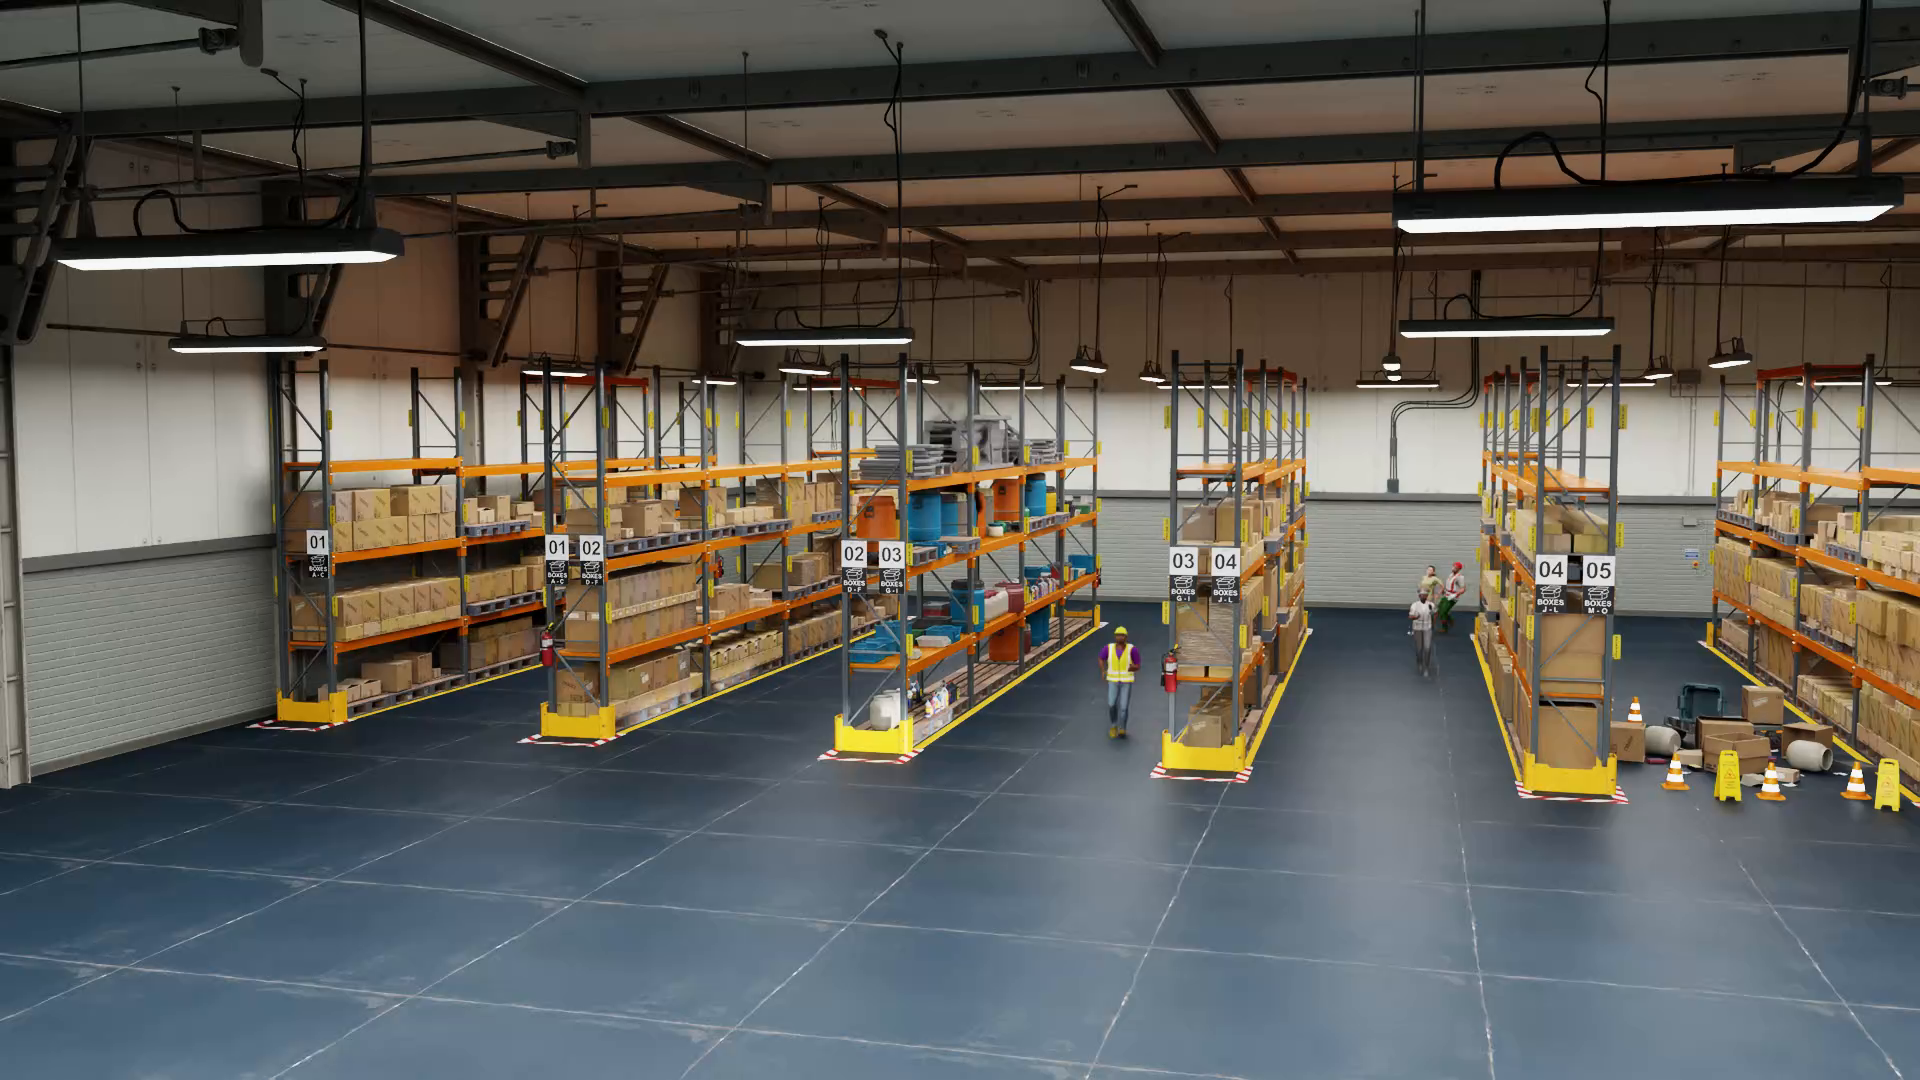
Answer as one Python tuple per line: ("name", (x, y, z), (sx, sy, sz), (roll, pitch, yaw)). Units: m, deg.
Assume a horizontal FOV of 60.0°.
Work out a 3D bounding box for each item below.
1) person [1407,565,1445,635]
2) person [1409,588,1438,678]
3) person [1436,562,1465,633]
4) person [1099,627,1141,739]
("person", (10.852, 1.405, 38.797), (0.696, 1.652, 0.578), (-2, 4, -23))
("person", (9.099, 1.805, 32.671), (0.560, 1.754, 0.728), (1, 4, 16))
("person", (11.456, 1.350, 38.901), (0.519, 1.701, 0.698), (-1, 4, -7))
("person", (2.504, 2.250, 26.144), (0.679, 1.773, 0.652), (1, 4, 7))
